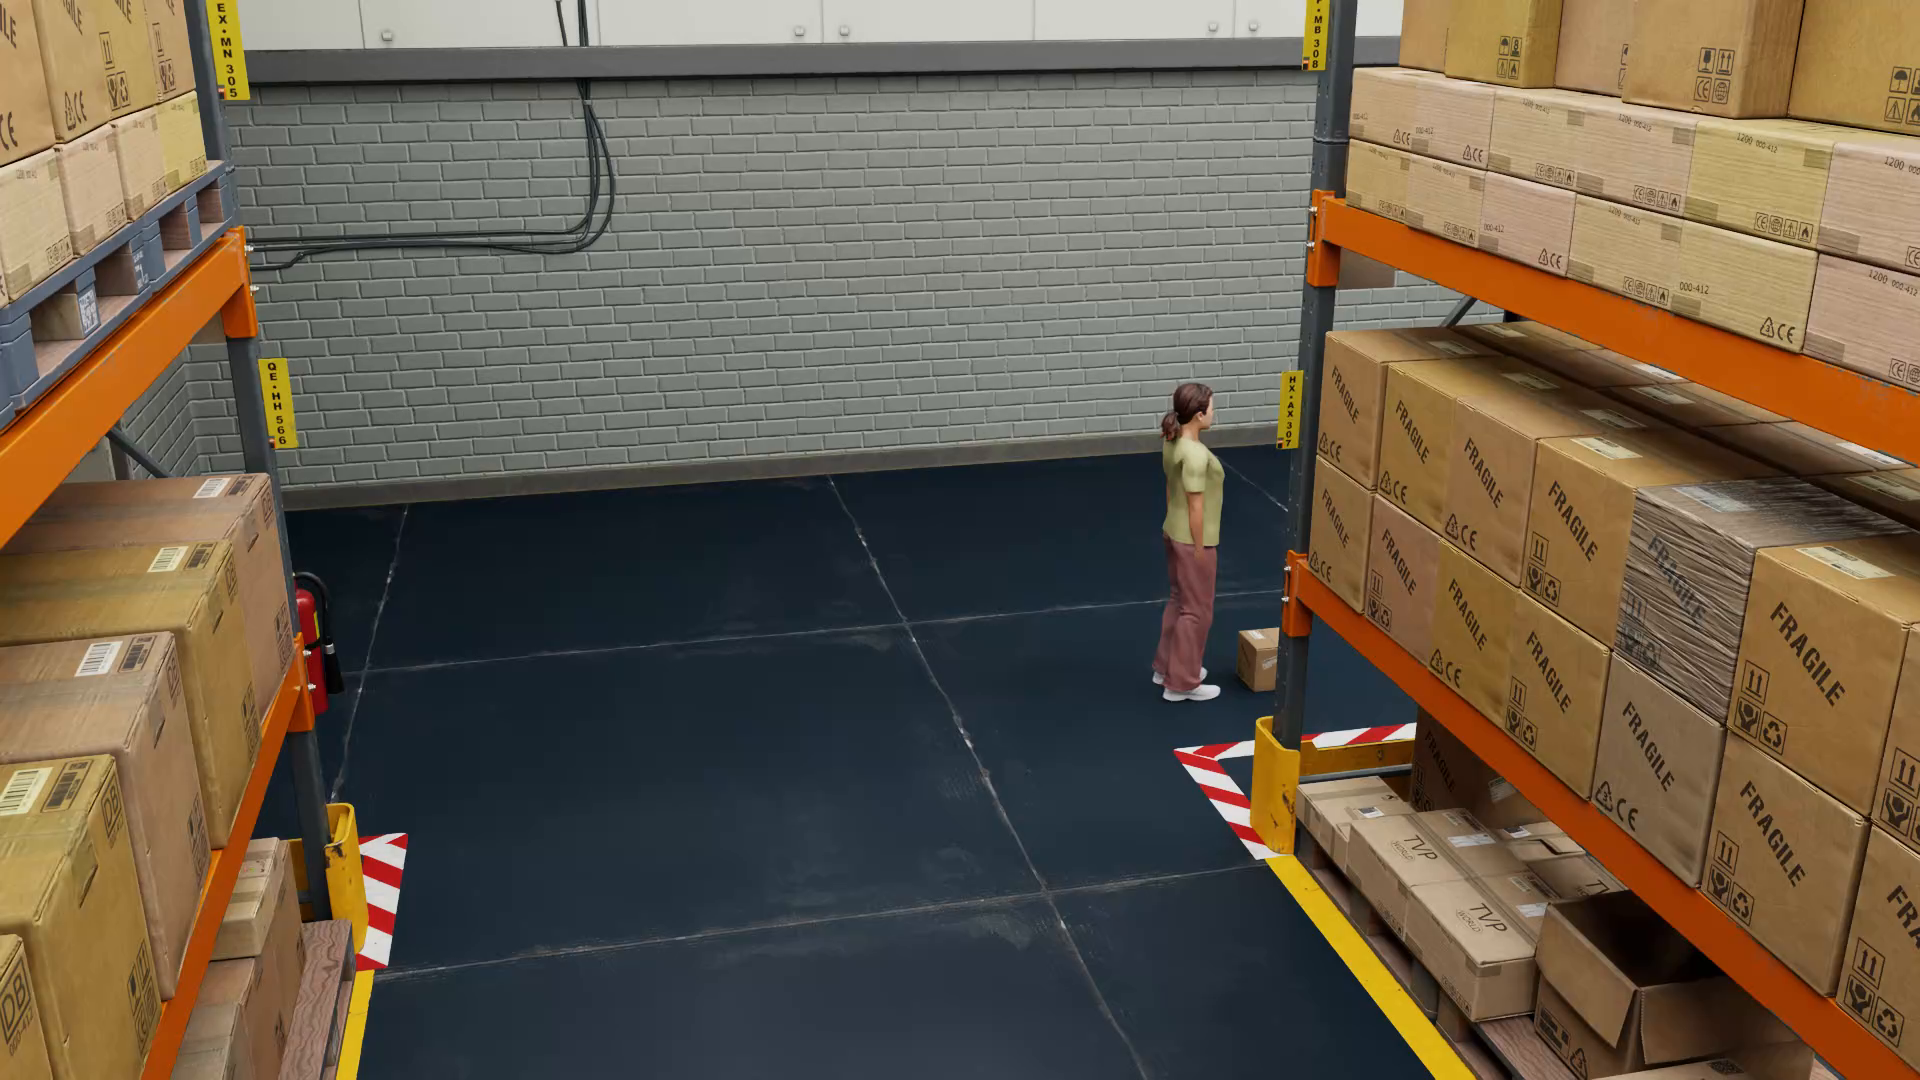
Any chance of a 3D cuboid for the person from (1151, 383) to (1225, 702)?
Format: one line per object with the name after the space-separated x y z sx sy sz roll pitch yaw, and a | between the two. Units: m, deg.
1.173 0.004 8.572 0.362 1.670 0.441 -4 20 -11 | person
